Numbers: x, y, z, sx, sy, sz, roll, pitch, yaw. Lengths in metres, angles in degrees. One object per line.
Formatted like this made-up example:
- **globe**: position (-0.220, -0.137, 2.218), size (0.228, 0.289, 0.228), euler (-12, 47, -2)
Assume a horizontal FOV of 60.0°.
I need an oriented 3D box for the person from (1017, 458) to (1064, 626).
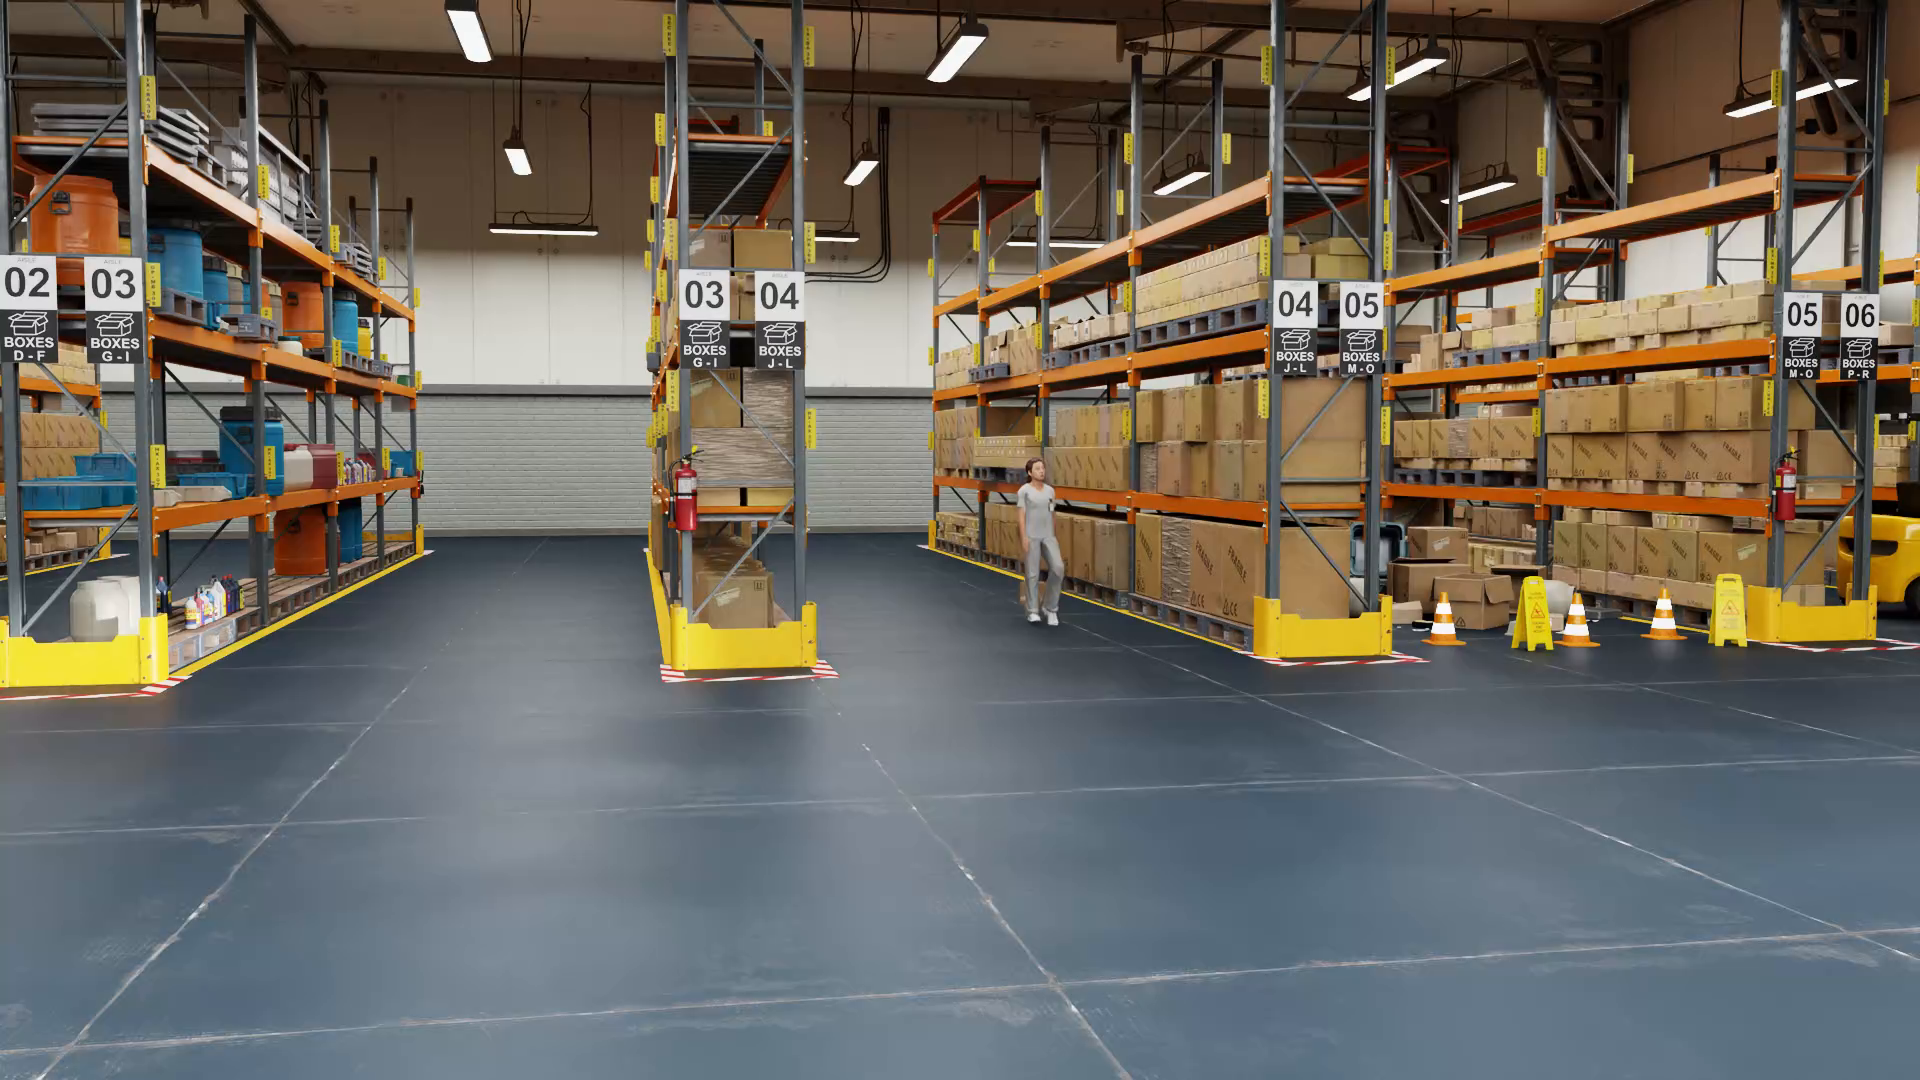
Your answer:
- **person**: position (0.797, 0.026, 16.735), size (0.445, 1.707, 0.488), euler (-1, 3, -17)
